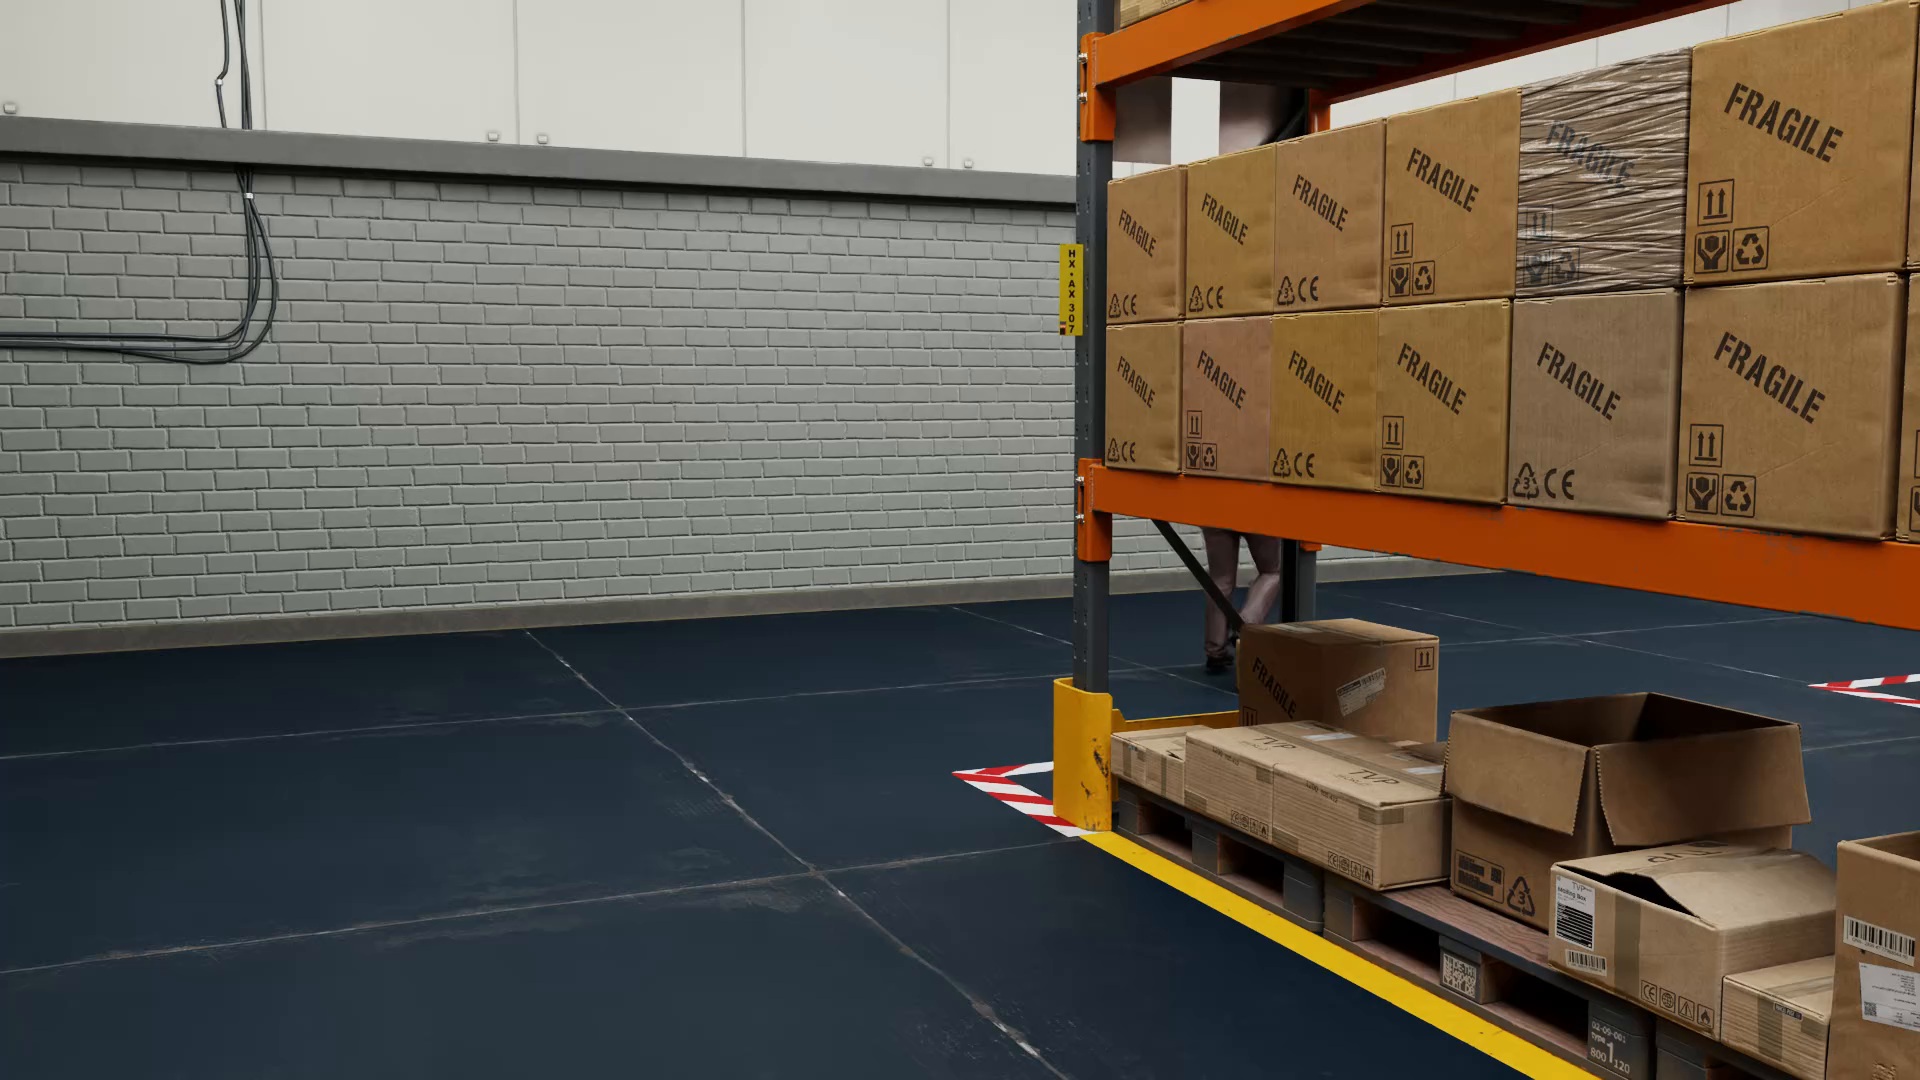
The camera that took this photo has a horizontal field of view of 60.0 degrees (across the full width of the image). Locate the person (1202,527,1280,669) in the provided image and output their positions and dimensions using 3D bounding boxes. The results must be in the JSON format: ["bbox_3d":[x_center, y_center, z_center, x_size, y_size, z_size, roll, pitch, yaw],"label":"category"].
[{"bbox_3d":[1.540,-0.143,9.202,0.573,1.719,0.466,3,6,32],"label":"person"}]
